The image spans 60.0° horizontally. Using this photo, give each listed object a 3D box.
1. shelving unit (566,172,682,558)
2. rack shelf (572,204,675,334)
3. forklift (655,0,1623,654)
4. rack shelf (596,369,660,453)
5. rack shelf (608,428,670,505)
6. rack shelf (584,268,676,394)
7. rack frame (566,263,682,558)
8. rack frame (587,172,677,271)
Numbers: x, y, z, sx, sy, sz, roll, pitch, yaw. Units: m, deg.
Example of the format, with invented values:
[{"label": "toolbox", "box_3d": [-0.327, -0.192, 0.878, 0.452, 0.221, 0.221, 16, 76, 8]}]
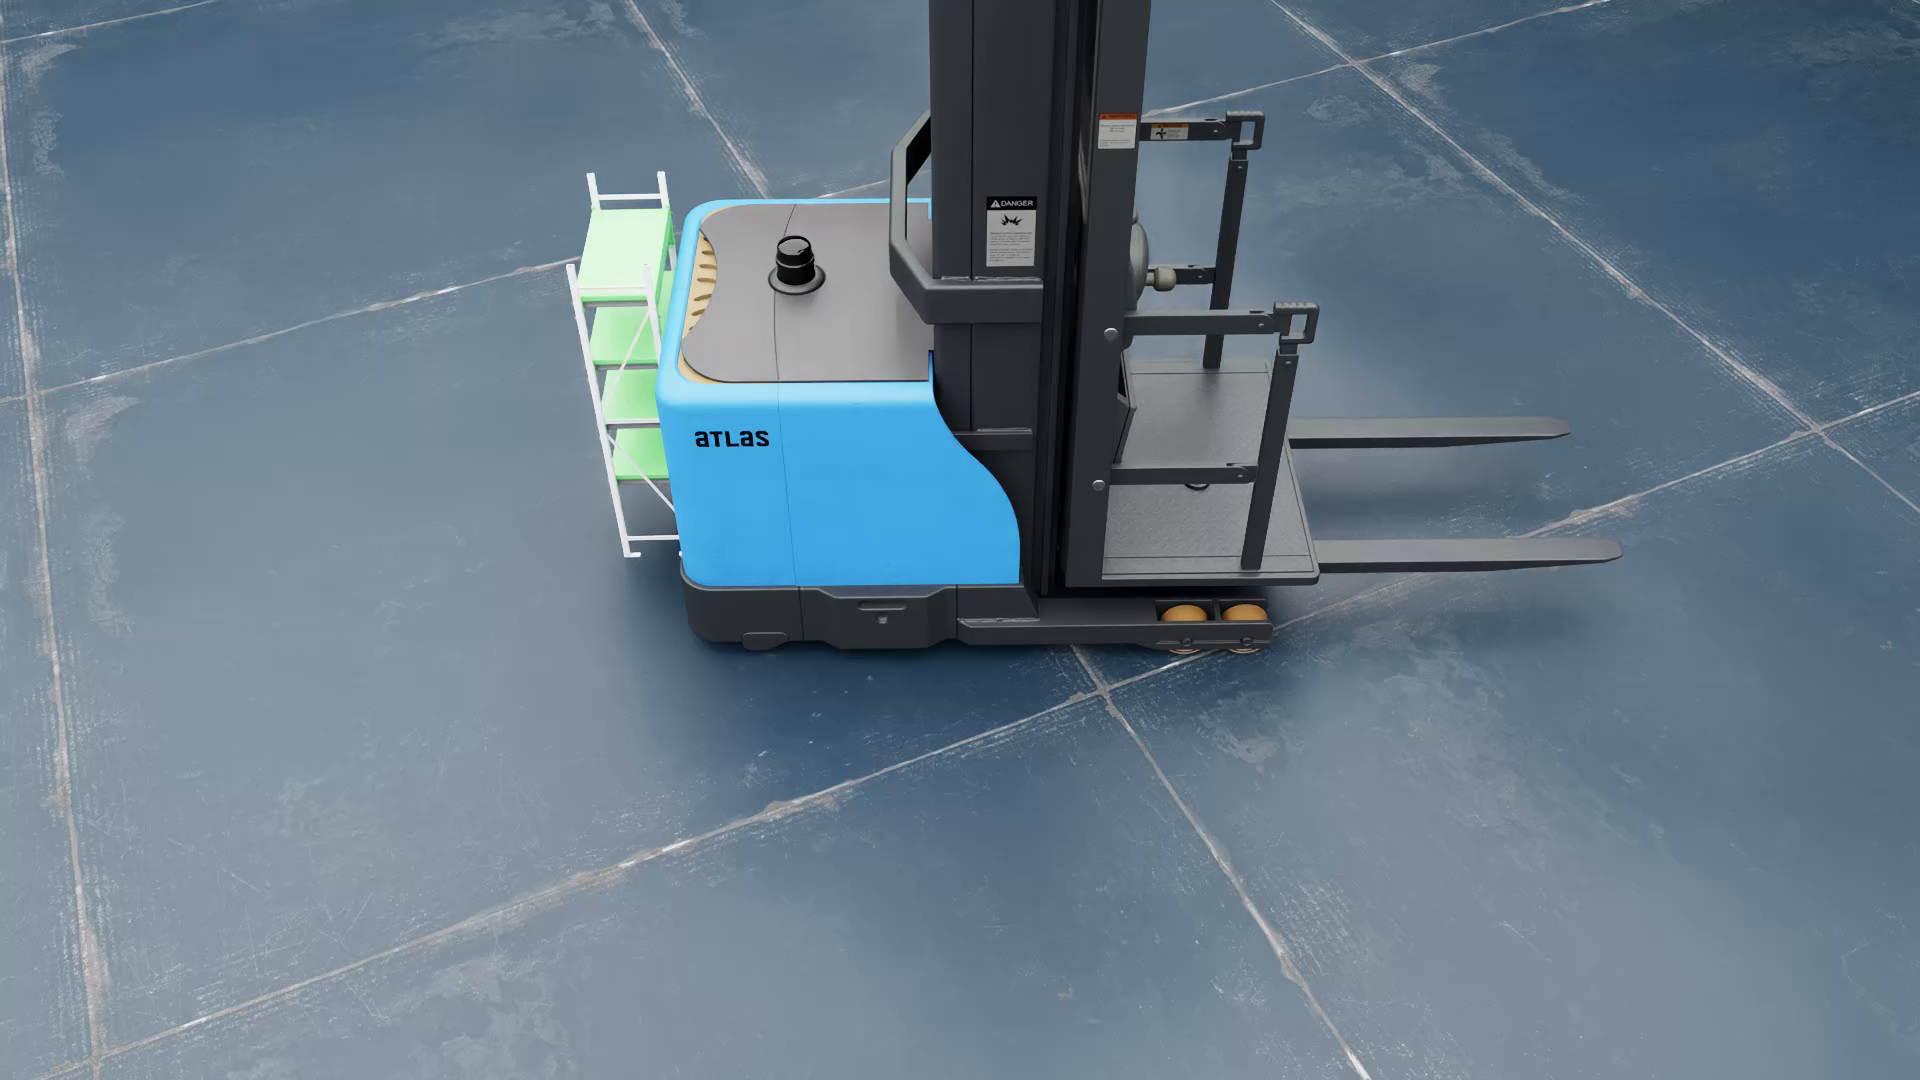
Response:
[{"label": "shelving unit", "box_3d": [-1.037, -0.547, 5.450, 0.258, 1.200, 0.503, -1, 45, -1]}, {"label": "rack shelf", "box_3d": [-1.037, -0.843, 5.158, 0.258, 0.148, 0.480, -1, 45, -1]}, {"label": "forklift", "box_3d": [0.628, -1.050, 4.728, 3.031, 2.935, 1.130, -1, 45, -1]}, {"label": "rack shelf", "box_3d": [-1.037, -0.501, 5.495, 0.258, 0.148, 0.480, -1, 45, -1]}, {"label": "rack shelf", "box_3d": [-1.037, -0.330, 5.663, 0.258, 0.148, 0.480, -1, 45, -1]}, {"label": "rack shelf", "box_3d": [-1.037, -0.672, 5.326, 0.258, 0.148, 0.480, -1, 45, -1]}, {"label": "rack frame", "box_3d": [-1.028, -0.375, 5.276, 0.240, 1.200, 0.015, -1, 45, -1]}, {"label": "rack frame", "box_3d": [-1.045, -0.718, 5.623, 0.240, 1.200, 0.015, -1, 45, -1]}]
